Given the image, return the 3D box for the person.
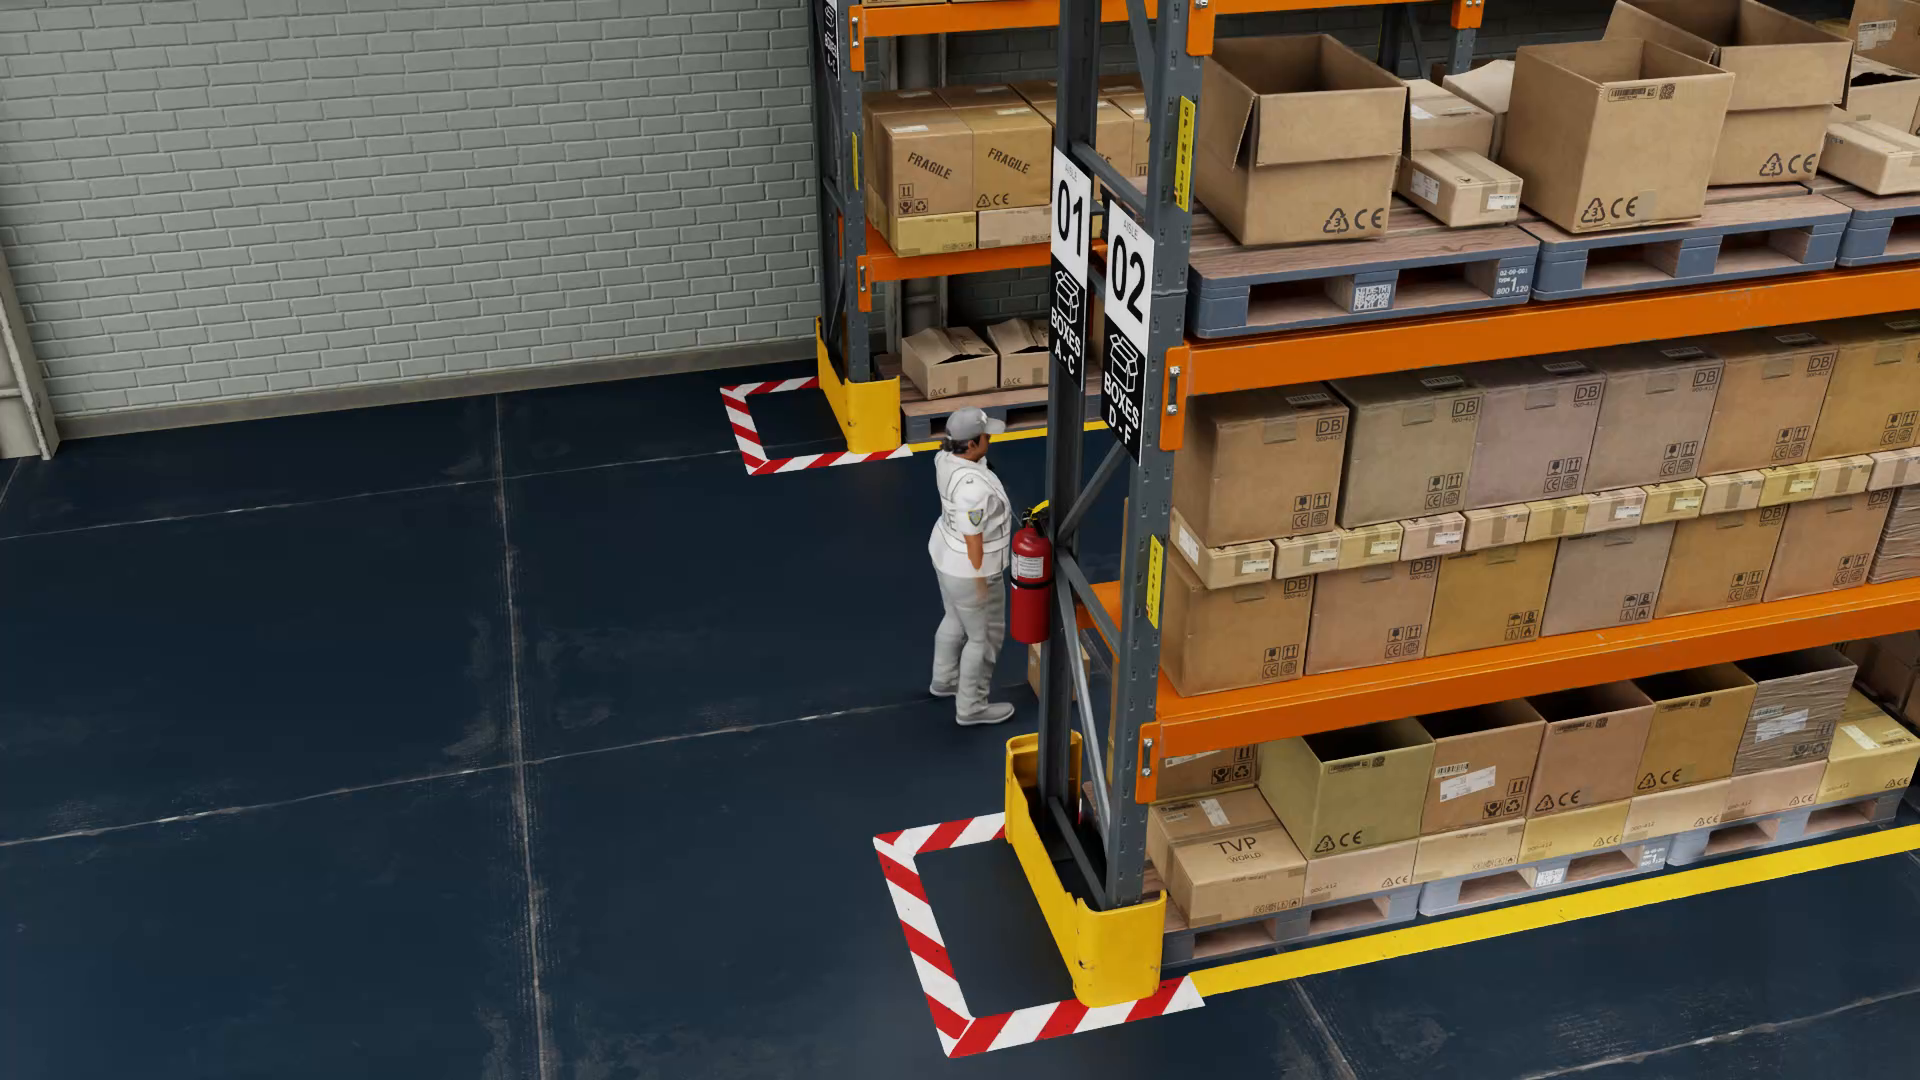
[{"bbox_3d":[0.054,0.118,8.048,0.391,1.673,0.467,-7,31,-12],"label":"person"}]
